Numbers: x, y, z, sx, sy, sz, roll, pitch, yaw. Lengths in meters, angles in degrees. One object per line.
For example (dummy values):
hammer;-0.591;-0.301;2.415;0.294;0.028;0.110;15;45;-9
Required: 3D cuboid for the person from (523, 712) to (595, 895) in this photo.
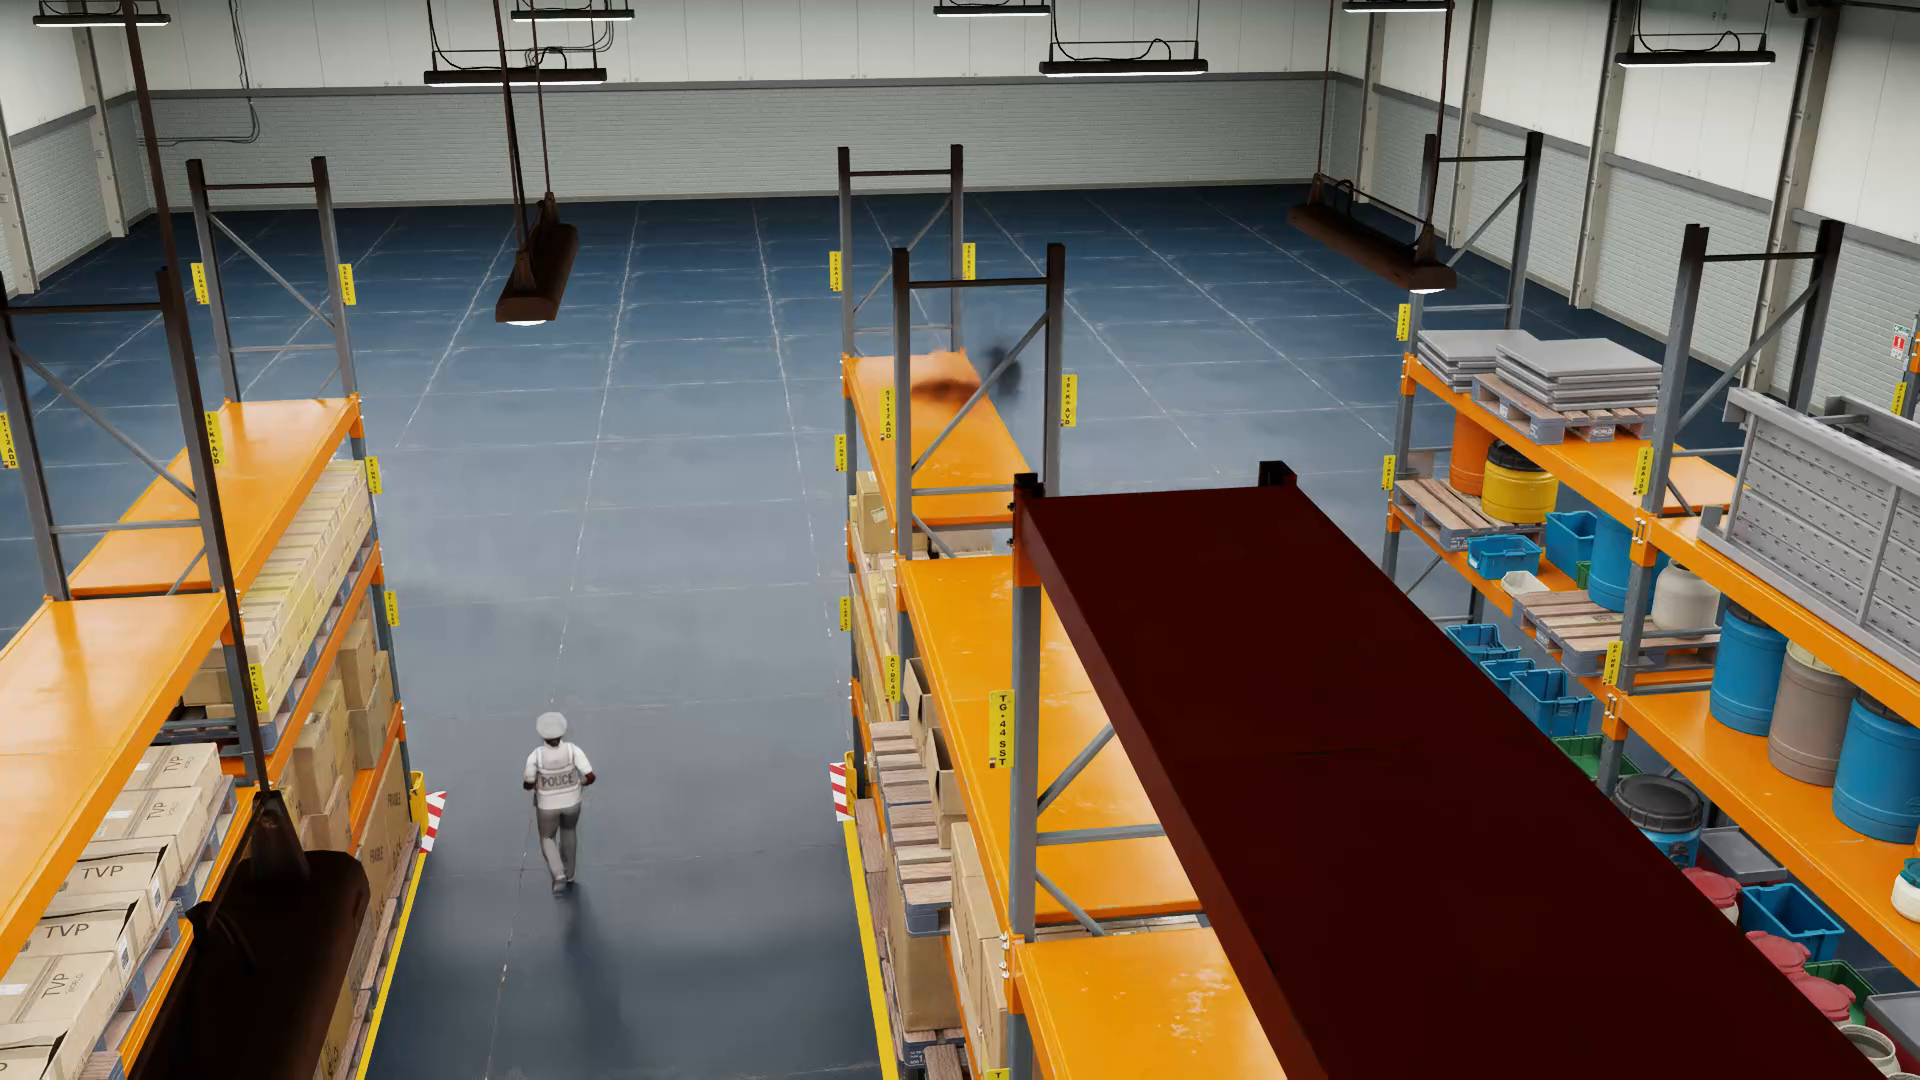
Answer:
person;-3.329;2.187;13.863;0.580;1.654;0.686;-8;23;-20
